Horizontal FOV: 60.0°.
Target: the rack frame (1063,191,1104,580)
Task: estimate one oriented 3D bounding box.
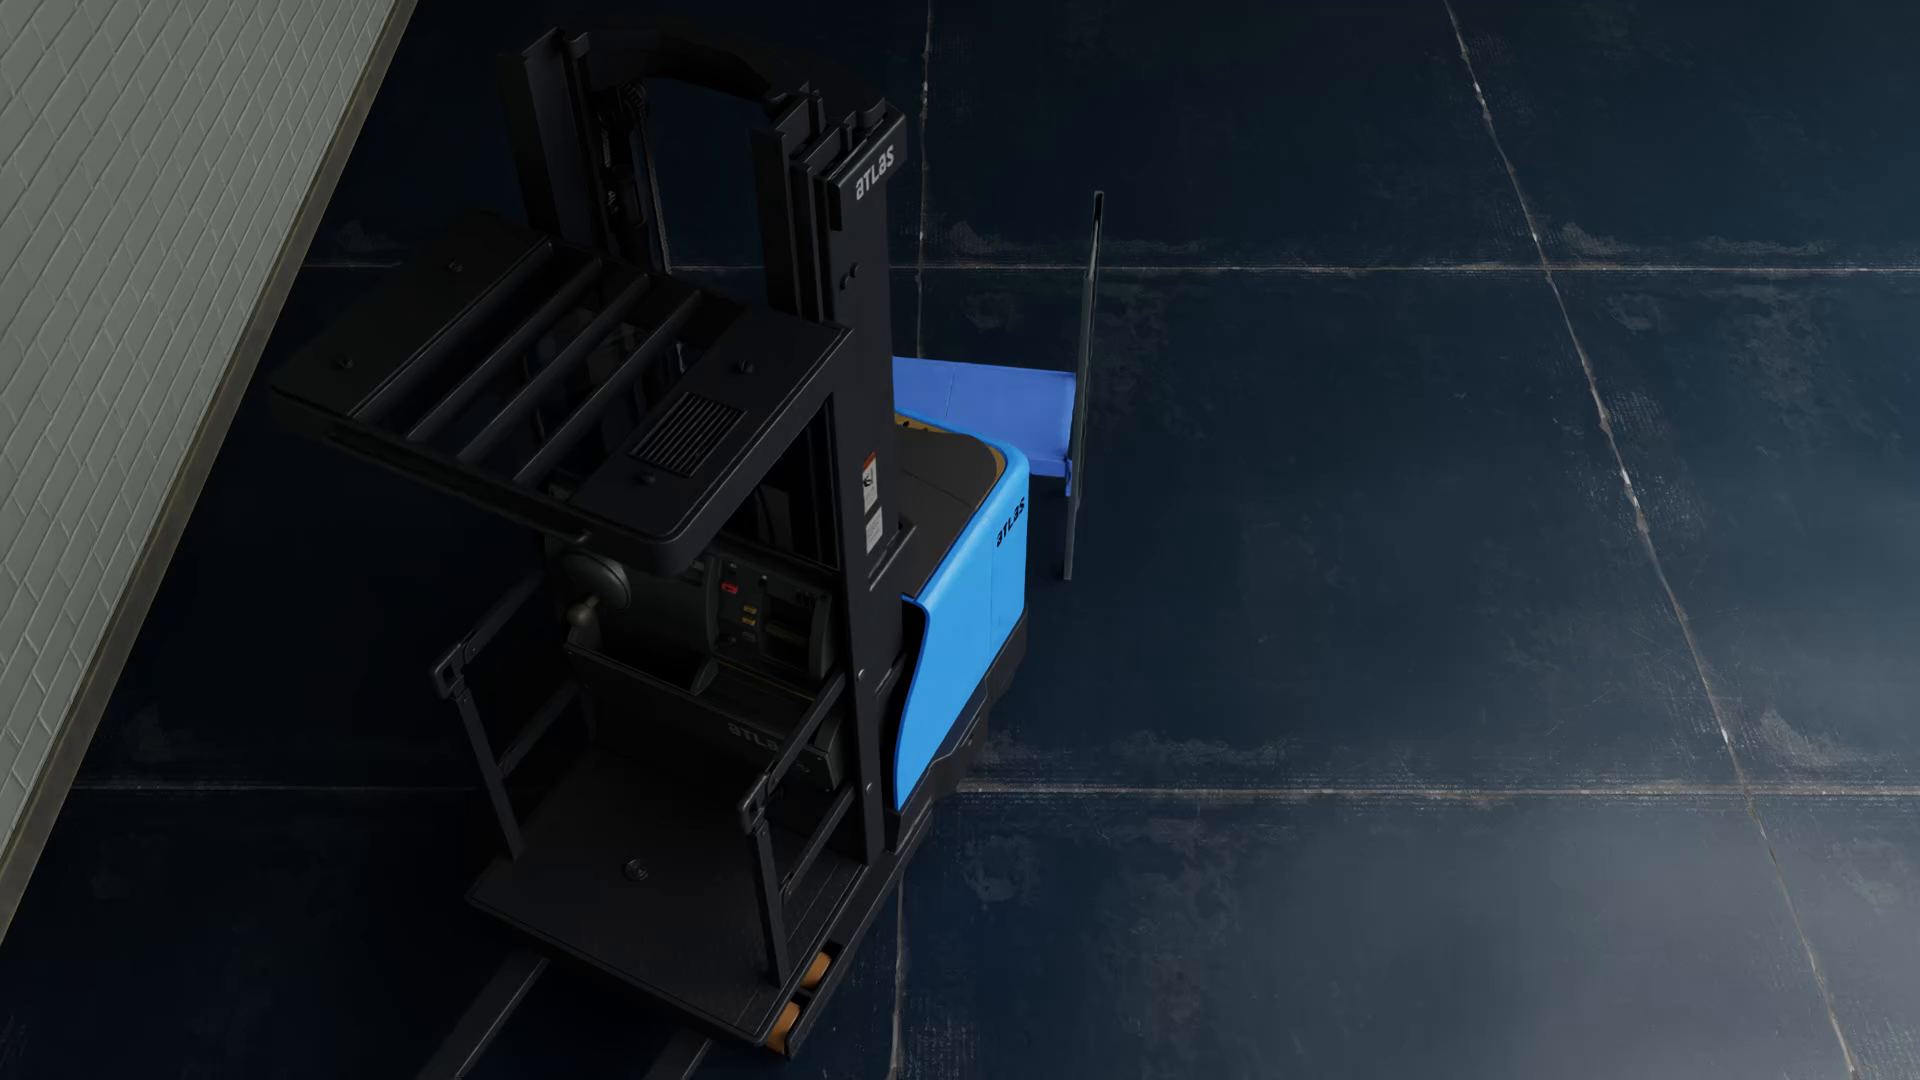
[{"bbox_3d":[0.457,-0.533,6.222,0.032,1.500,0.500,6,47,5],"label":"rack frame"}]

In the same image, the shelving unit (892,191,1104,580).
[{"bbox_3d":[-0.047,-0.583,6.268,1.048,1.500,0.538,6,47,5],"label":"shelving unit"}]

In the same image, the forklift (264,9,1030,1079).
[{"bbox_3d":[-0.864,0.238,4.526,1.130,2.935,3.031,20,50,18],"label":"forklift"}]

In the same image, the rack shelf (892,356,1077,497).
[{"bbox_3d":[-0.047,-0.461,6.400,1.000,0.185,0.538,6,47,5],"label":"rack shelf"}]
